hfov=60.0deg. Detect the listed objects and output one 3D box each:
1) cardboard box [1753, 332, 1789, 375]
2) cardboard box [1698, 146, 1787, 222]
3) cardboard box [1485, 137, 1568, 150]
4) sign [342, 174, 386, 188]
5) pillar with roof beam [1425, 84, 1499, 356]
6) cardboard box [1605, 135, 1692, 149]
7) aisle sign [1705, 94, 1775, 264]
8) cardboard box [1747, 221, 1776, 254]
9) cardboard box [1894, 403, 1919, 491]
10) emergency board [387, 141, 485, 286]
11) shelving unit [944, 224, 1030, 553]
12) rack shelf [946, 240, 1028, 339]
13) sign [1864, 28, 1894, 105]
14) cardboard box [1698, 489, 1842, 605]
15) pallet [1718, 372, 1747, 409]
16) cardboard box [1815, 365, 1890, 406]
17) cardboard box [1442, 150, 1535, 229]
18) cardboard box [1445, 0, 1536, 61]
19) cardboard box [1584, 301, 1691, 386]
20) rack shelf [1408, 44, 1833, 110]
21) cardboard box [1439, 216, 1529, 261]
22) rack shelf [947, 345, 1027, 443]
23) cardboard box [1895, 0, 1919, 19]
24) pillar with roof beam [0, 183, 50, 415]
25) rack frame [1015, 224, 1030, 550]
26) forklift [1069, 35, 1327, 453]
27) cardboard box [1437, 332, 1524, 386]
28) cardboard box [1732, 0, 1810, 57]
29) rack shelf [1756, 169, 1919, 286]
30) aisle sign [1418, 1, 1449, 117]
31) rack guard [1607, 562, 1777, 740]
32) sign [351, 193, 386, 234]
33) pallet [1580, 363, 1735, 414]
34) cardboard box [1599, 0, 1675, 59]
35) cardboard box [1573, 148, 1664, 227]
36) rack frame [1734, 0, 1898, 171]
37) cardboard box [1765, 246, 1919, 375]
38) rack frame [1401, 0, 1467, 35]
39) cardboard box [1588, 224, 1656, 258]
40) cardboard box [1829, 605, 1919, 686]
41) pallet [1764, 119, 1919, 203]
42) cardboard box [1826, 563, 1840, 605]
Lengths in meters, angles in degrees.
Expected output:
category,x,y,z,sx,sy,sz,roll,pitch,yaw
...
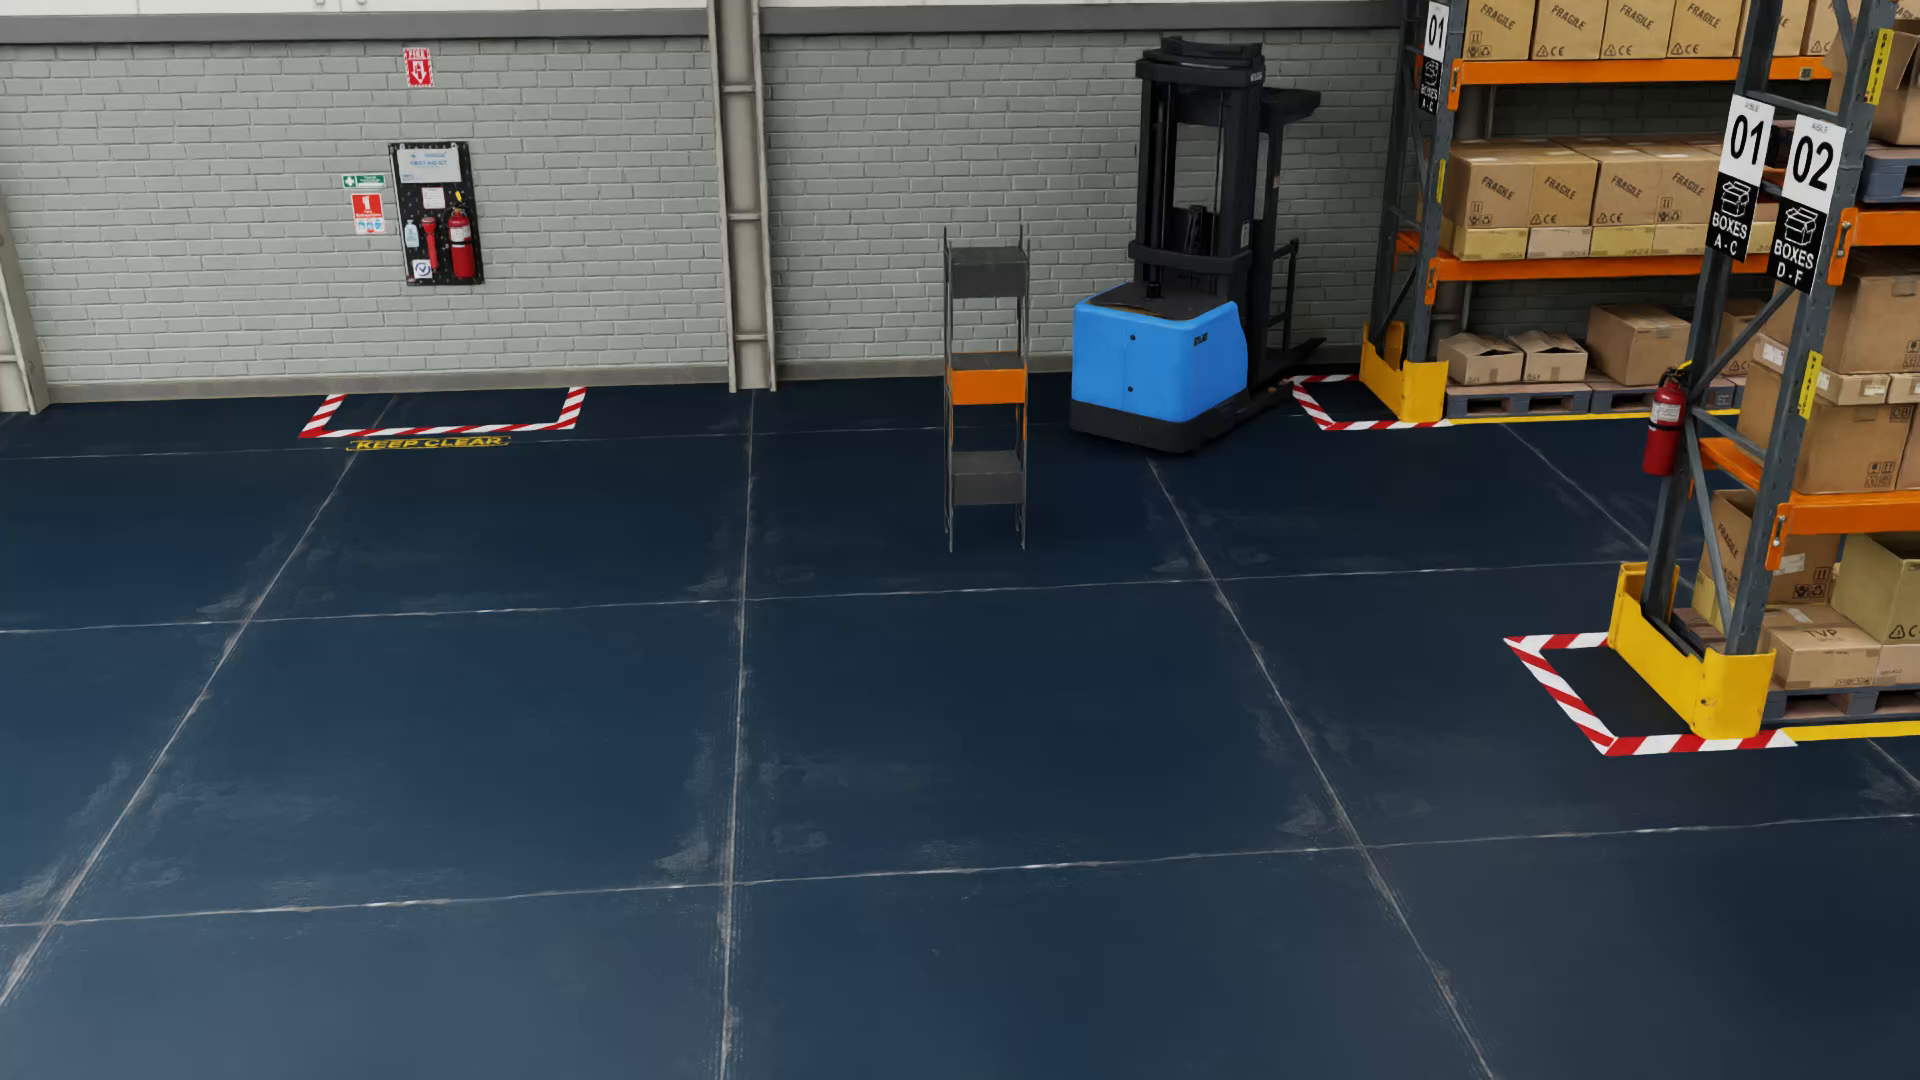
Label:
category,x,y,z,sx,sy,sz,roll,pitch,yaw
cardboard box,4.447,-0.982,8.845,0.250,0.149,0.380,-3,24,-6
cardboard box,6.137,-2.811,13.118,0.500,0.500,0.500,-3,24,-7
cardboard box,4.545,-2.954,13.440,0.500,0.500,0.500,-2,24,-4
sign,-4.782,-2.879,13.339,0.331,0.109,0.001,-2,24,-5
pillar with roof beam,4.630,-3.929,9.010,0.400,9.000,9.100,-2,24,-5
cardboard box,5.560,-2.997,13.536,0.500,0.500,0.500,-2,24,-4
aisle sign,3.991,-1.852,8.523,0.004,0.787,0.394,-2,24,-5
cardboard box,6.138,-2.466,13.265,0.500,0.250,0.500,-2,24,-5
cardboard box,5.074,-0.630,8.851,0.500,0.500,0.700,-2,24,-4
emergency board,-4.227,-2.605,13.417,0.643,1.169,0.194,-2,24,-5
shelving unit,0.165,-0.966,10.838,0.503,2.100,0.431,-2,24,-5
rack shelf,0.165,-1.593,10.560,0.480,0.518,0.431,-2,24,-5
sign,4.134,-2.130,7.481,0.005,0.325,0.100,-2,24,-5
cardboard box,4.590,0.032,9.429,0.500,0.500,0.500,-2,24,-5
pallet,6.911,-1.394,14.127,1.213,0.211,1.003,-2,24,-5
cardboard box,4.497,-0.819,8.477,0.250,0.149,0.380,-2,24,-6
cardboard box,4.100,-2.731,12.938,0.500,0.500,0.500,-2,24,-5
cardboard box,3.952,-3.888,12.463,0.500,0.500,0.500,-2,24,-4
cardboard box,5.595,-1.632,13.764,0.500,0.500,0.700,-4,24,-8
rack shelf,5.585,-3.672,13.010,4.000,0.370,1.077,-2,24,-5
cardboard box,4.112,-2.382,13.075,0.500,0.250,0.500,-3,24,-7
rack shelf,0.165,-0.954,10.844,0.480,0.518,0.431,-2,24,-5
cardboard box,7.095,-4.015,12.749,0.500,0.500,0.500,-2,24,-4
pillar with roof beam,-7.312,-3.450,7.932,0.400,9.000,9.100,-2,24,-5
rack frame,0.408,-0.976,10.860,0.015,2.100,0.400,-2,24,-5
forklift,2.124,-2.535,13.345,1.130,2.935,3.031,16,29,32
cardboard box,4.292,-1.514,13.731,0.500,0.311,0.500,-5,24,-11
cardboard box,6.045,-3.963,12.631,0.500,0.500,0.500,-3,24,-7
rack shelf,6.076,-1.670,8.506,4.000,0.370,1.077,-2,24,-5
aisle sign,3.553,-3.614,12.487,0.004,0.787,0.394,-2,24,-5
rack guard,4.062,0.595,9.295,0.348,0.500,1.175,-2,24,-5
sign,-4.788,-2.641,13.454,0.234,0.329,0.001,-2,24,-5
pallet,5.694,-1.344,14.015,1.213,0.211,1.003,-2,24,-5
cardboard box,5.007,-3.917,12.529,0.500,0.500,0.500,-1,24,-3
cardboard box,5.107,-2.765,13.014,0.500,0.500,0.500,-3,24,-7
rack frame,4.086,-3.289,7.571,0.127,3.000,1.000,-2,24,-5
cardboard box,4.604,-1.202,8.541,0.500,0.500,0.700,-2,24,-5
rack frame,3.595,-5.291,12.075,0.127,3.000,1.000,-2,24,-5
cardboard box,5.135,-2.426,13.175,0.500,0.250,0.500,-3,24,-6
cardboard box,5.138,0.564,9.157,0.500,0.250,0.500,-2,24,-5
pallet,4.792,-1.896,8.238,1.213,0.211,1.003,-2,24,-5
cardboard box,5.087,0.351,9.635,0.500,0.250,0.500,-2,24,-5
